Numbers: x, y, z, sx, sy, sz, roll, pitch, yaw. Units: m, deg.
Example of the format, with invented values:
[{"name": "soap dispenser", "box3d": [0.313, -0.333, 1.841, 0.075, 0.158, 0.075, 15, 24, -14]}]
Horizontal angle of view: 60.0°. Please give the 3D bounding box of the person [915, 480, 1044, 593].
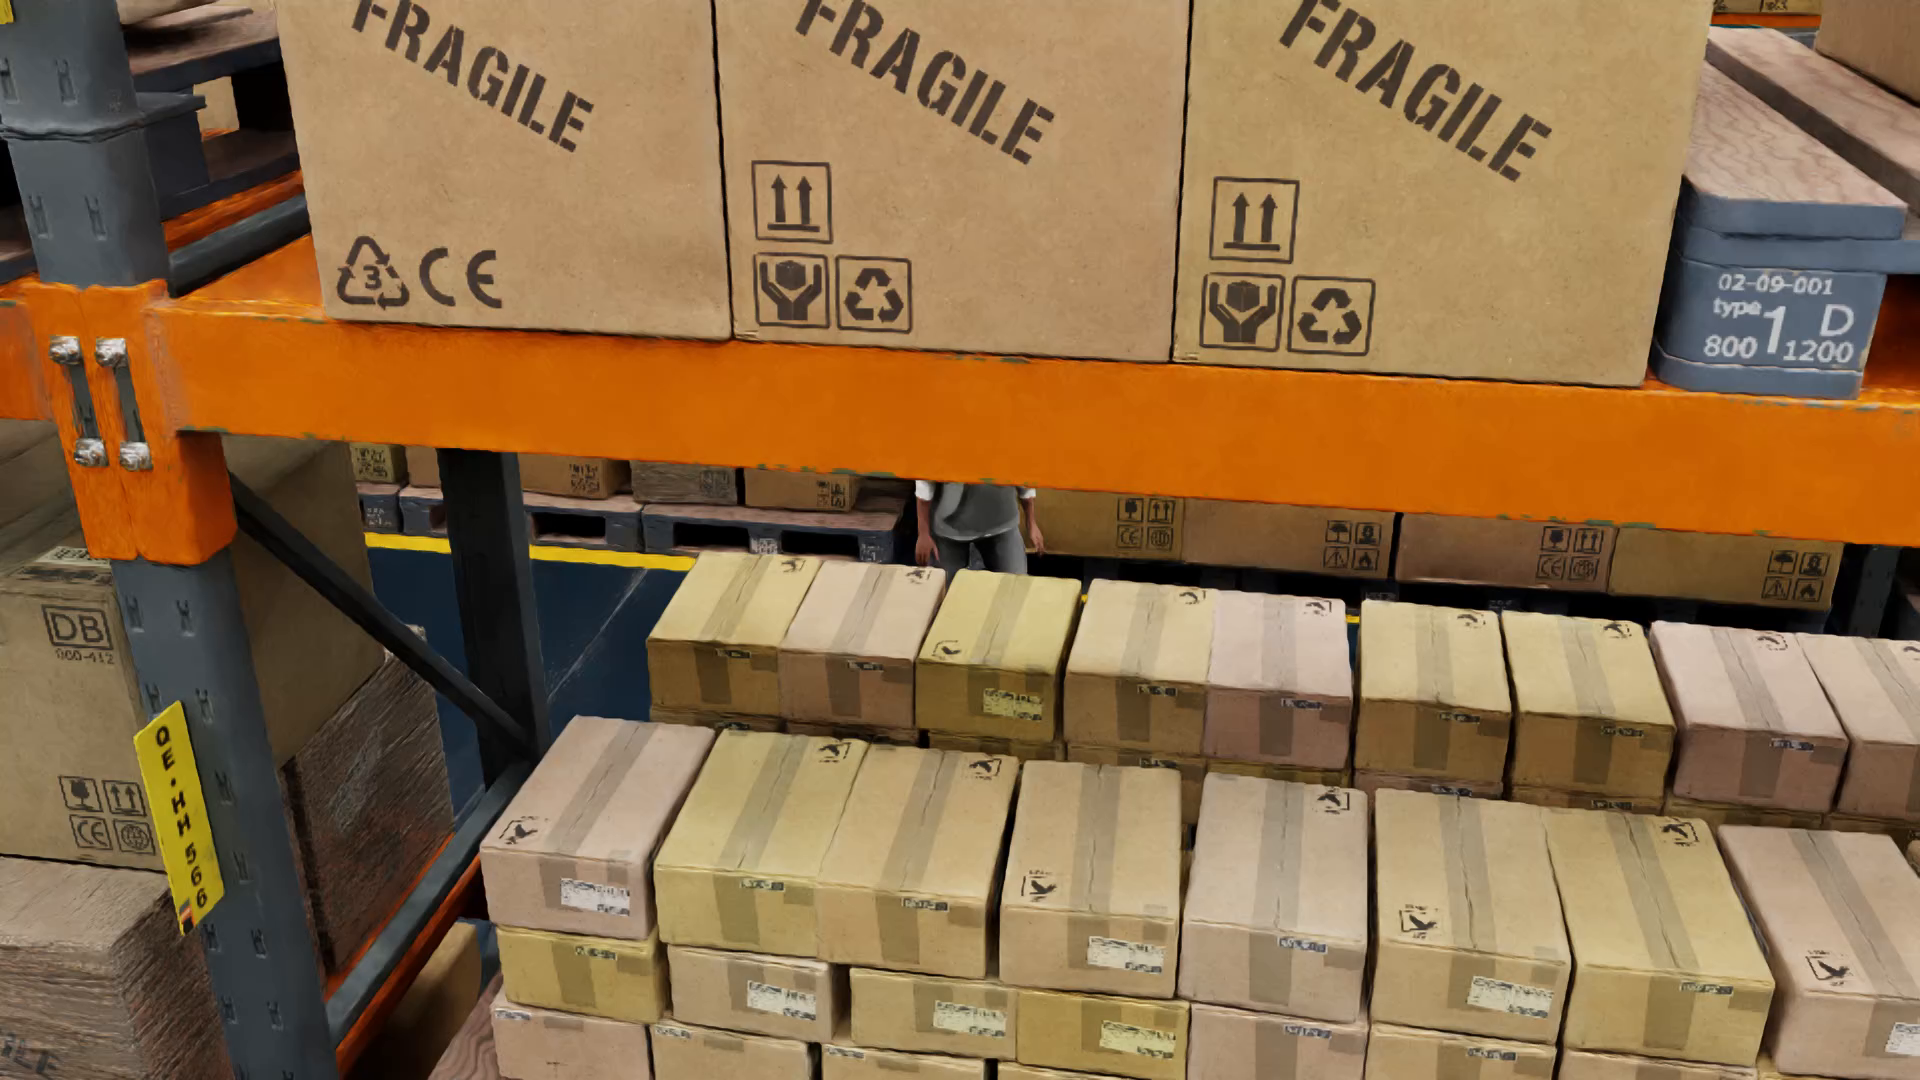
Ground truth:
[{"name": "person", "box3d": [0.038, -0.062, 6.221, 0.511, 1.584, 0.452, -8, 26, -16]}]
